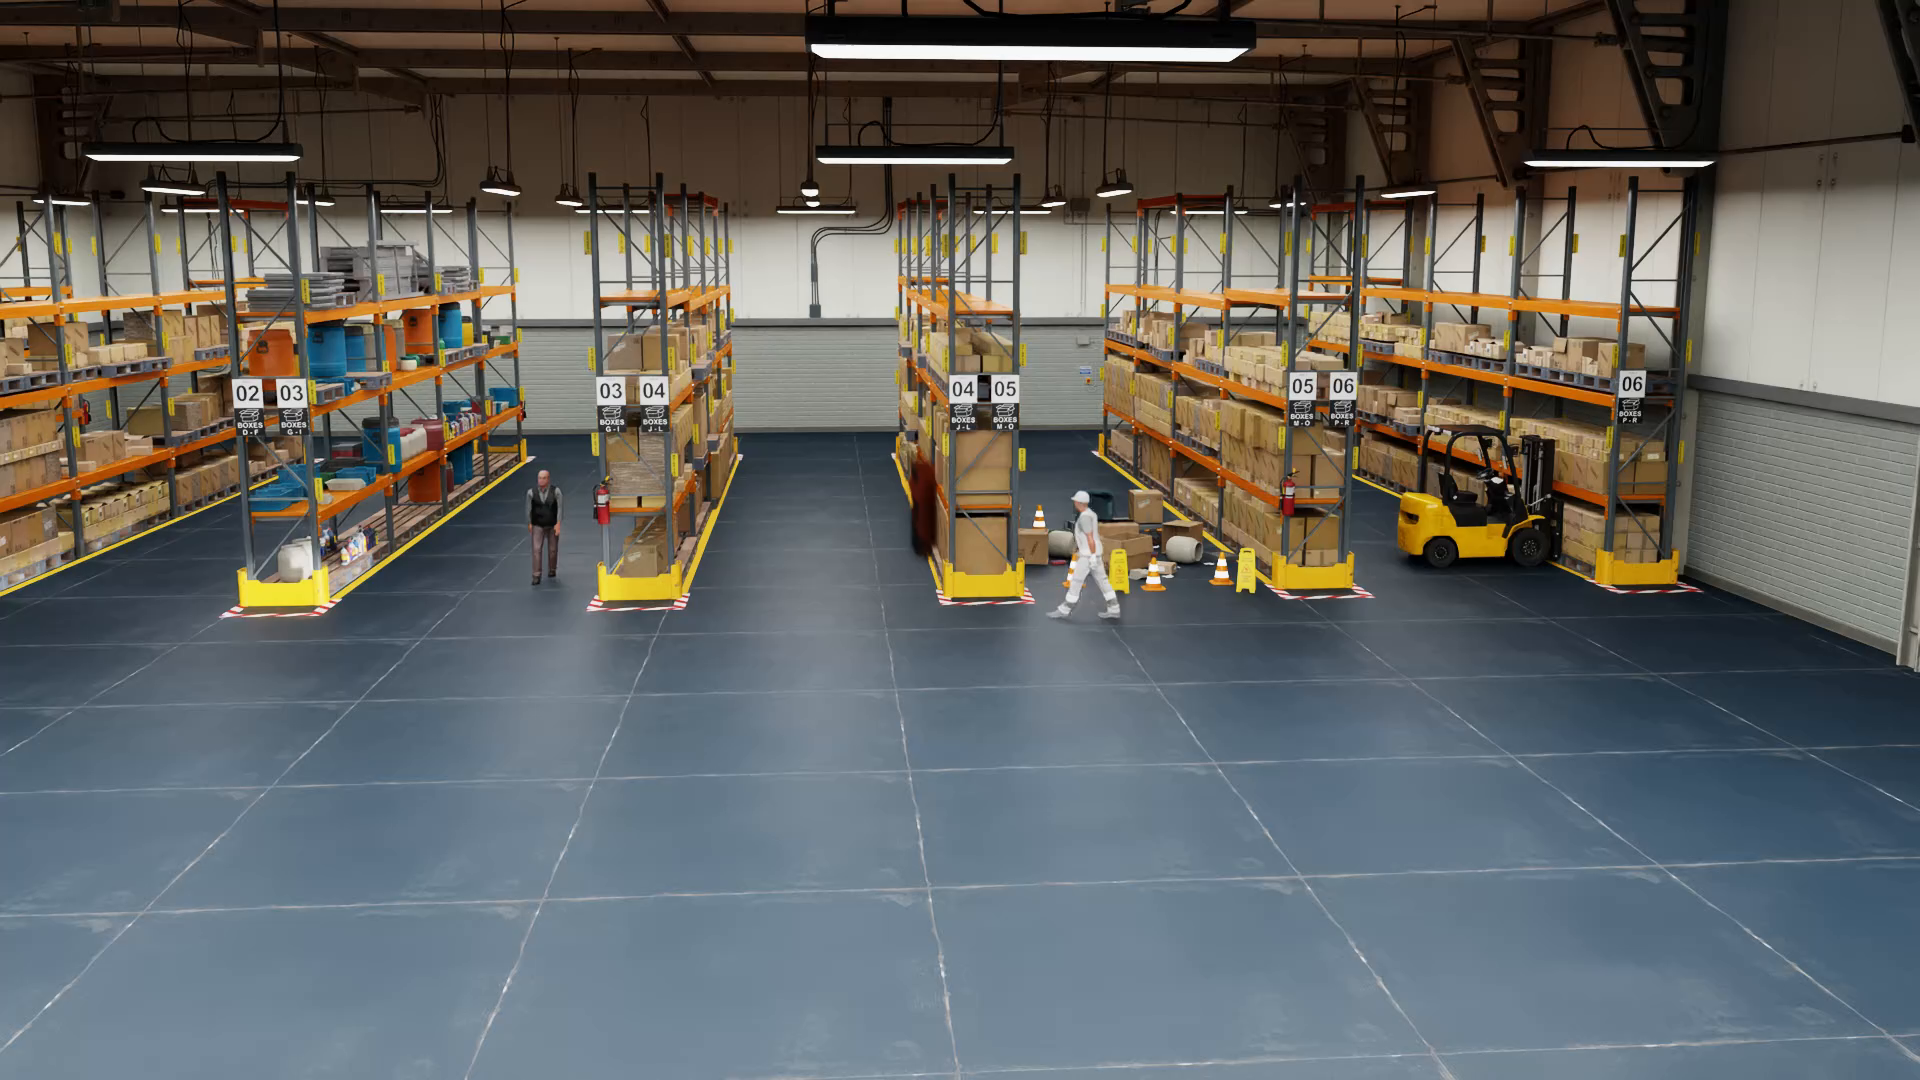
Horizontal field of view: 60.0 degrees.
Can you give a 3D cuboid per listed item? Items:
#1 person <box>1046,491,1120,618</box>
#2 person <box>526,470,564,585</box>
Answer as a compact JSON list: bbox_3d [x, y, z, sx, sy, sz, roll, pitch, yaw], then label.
[{"bbox_3d":[1.679,0.199,22.450,0.987,1.716,0.609,2,10,13],"label":"person"},{"bbox_3d":[-6.211,-0.208,24.924,0.552,1.670,0.979,-3,10,-16],"label":"person"}]
